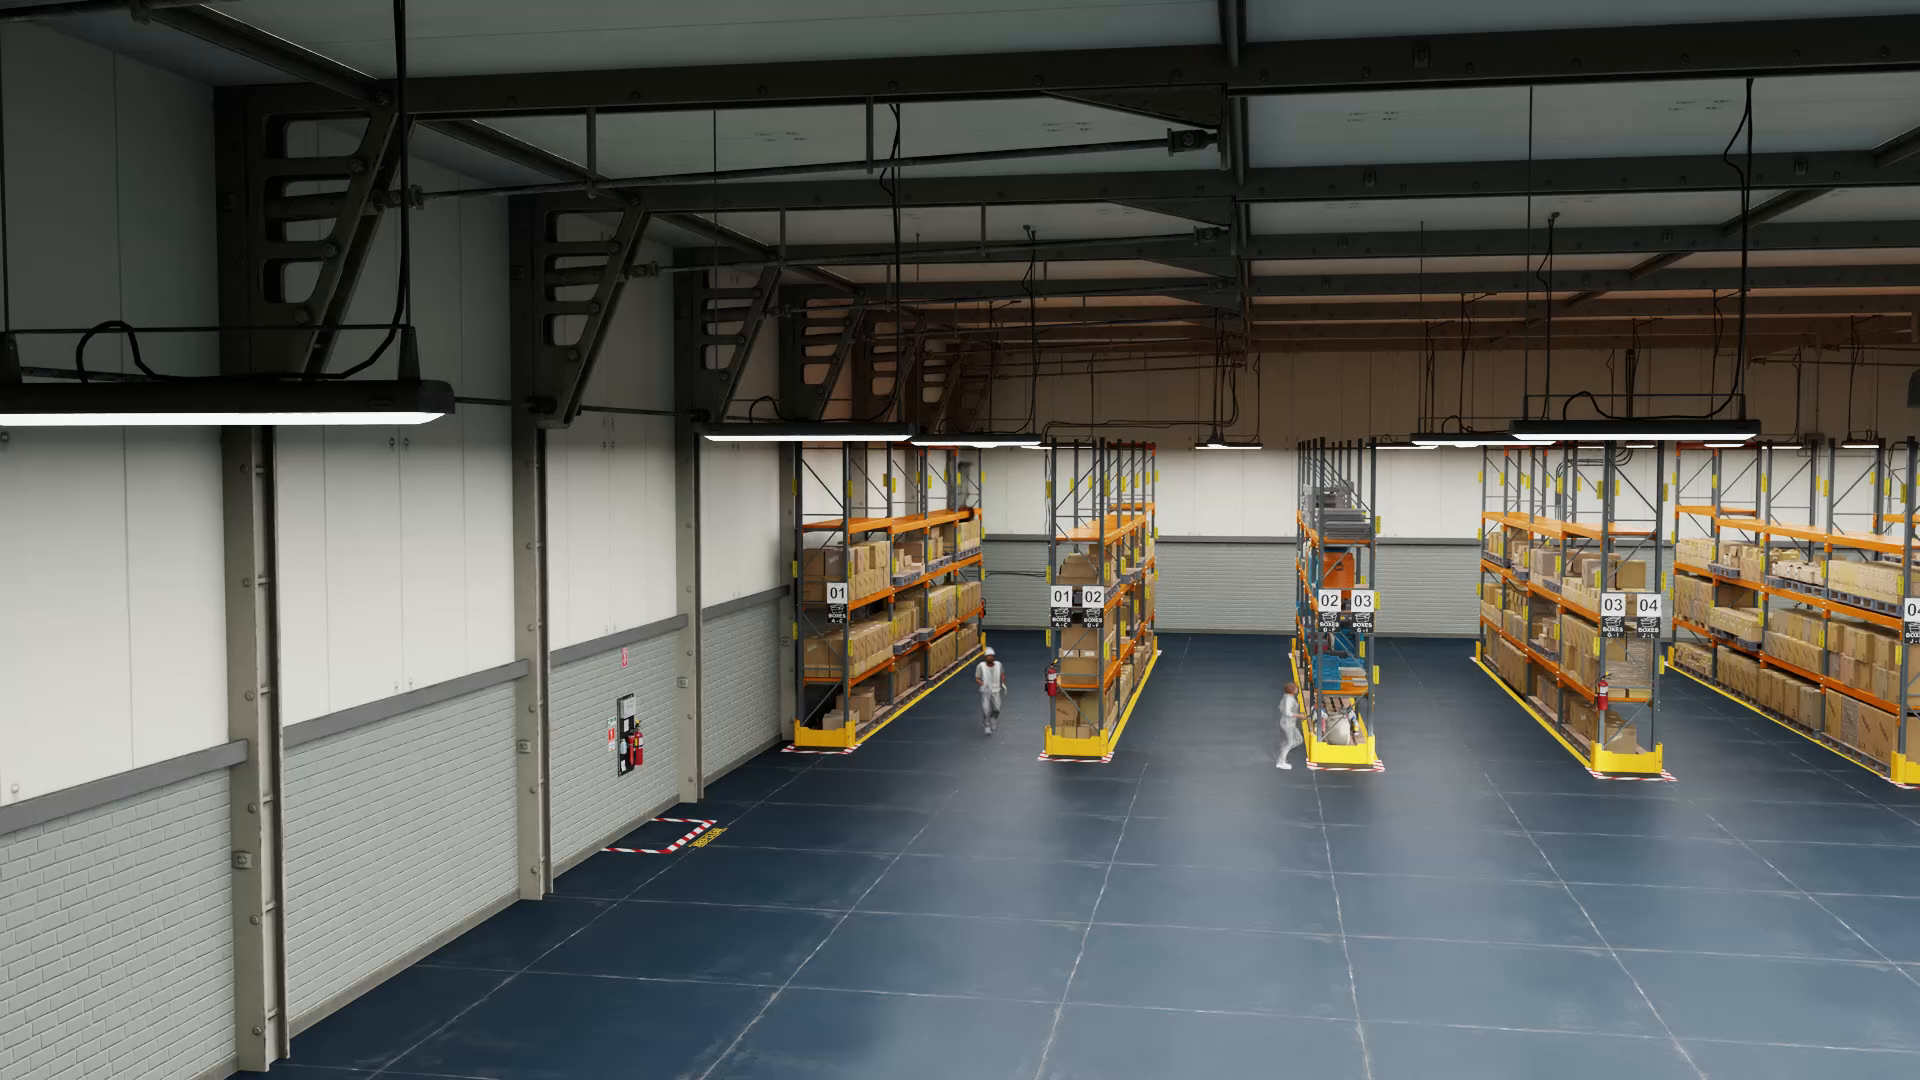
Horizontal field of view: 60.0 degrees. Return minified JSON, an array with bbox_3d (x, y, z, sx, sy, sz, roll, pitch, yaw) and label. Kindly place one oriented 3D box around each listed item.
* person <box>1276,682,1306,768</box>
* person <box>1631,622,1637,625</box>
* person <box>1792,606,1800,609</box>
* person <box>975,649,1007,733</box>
[{"bbox_3d":[5.981,3.349,30.007,0.554,1.566,0.519,1,3,15],"label":"person"},{"bbox_3d":[17.770,2.533,44.428,0.571,1.674,0.675,2,3,27],"label":"person"},{"bbox_3d":[21.582,2.582,42.824,0.687,1.775,0.941,-1,3,-16],"label":"person"},{"bbox_3d":[0.636,3.066,33.610,0.677,1.731,0.671,-1,3,-11],"label":"person"}]
